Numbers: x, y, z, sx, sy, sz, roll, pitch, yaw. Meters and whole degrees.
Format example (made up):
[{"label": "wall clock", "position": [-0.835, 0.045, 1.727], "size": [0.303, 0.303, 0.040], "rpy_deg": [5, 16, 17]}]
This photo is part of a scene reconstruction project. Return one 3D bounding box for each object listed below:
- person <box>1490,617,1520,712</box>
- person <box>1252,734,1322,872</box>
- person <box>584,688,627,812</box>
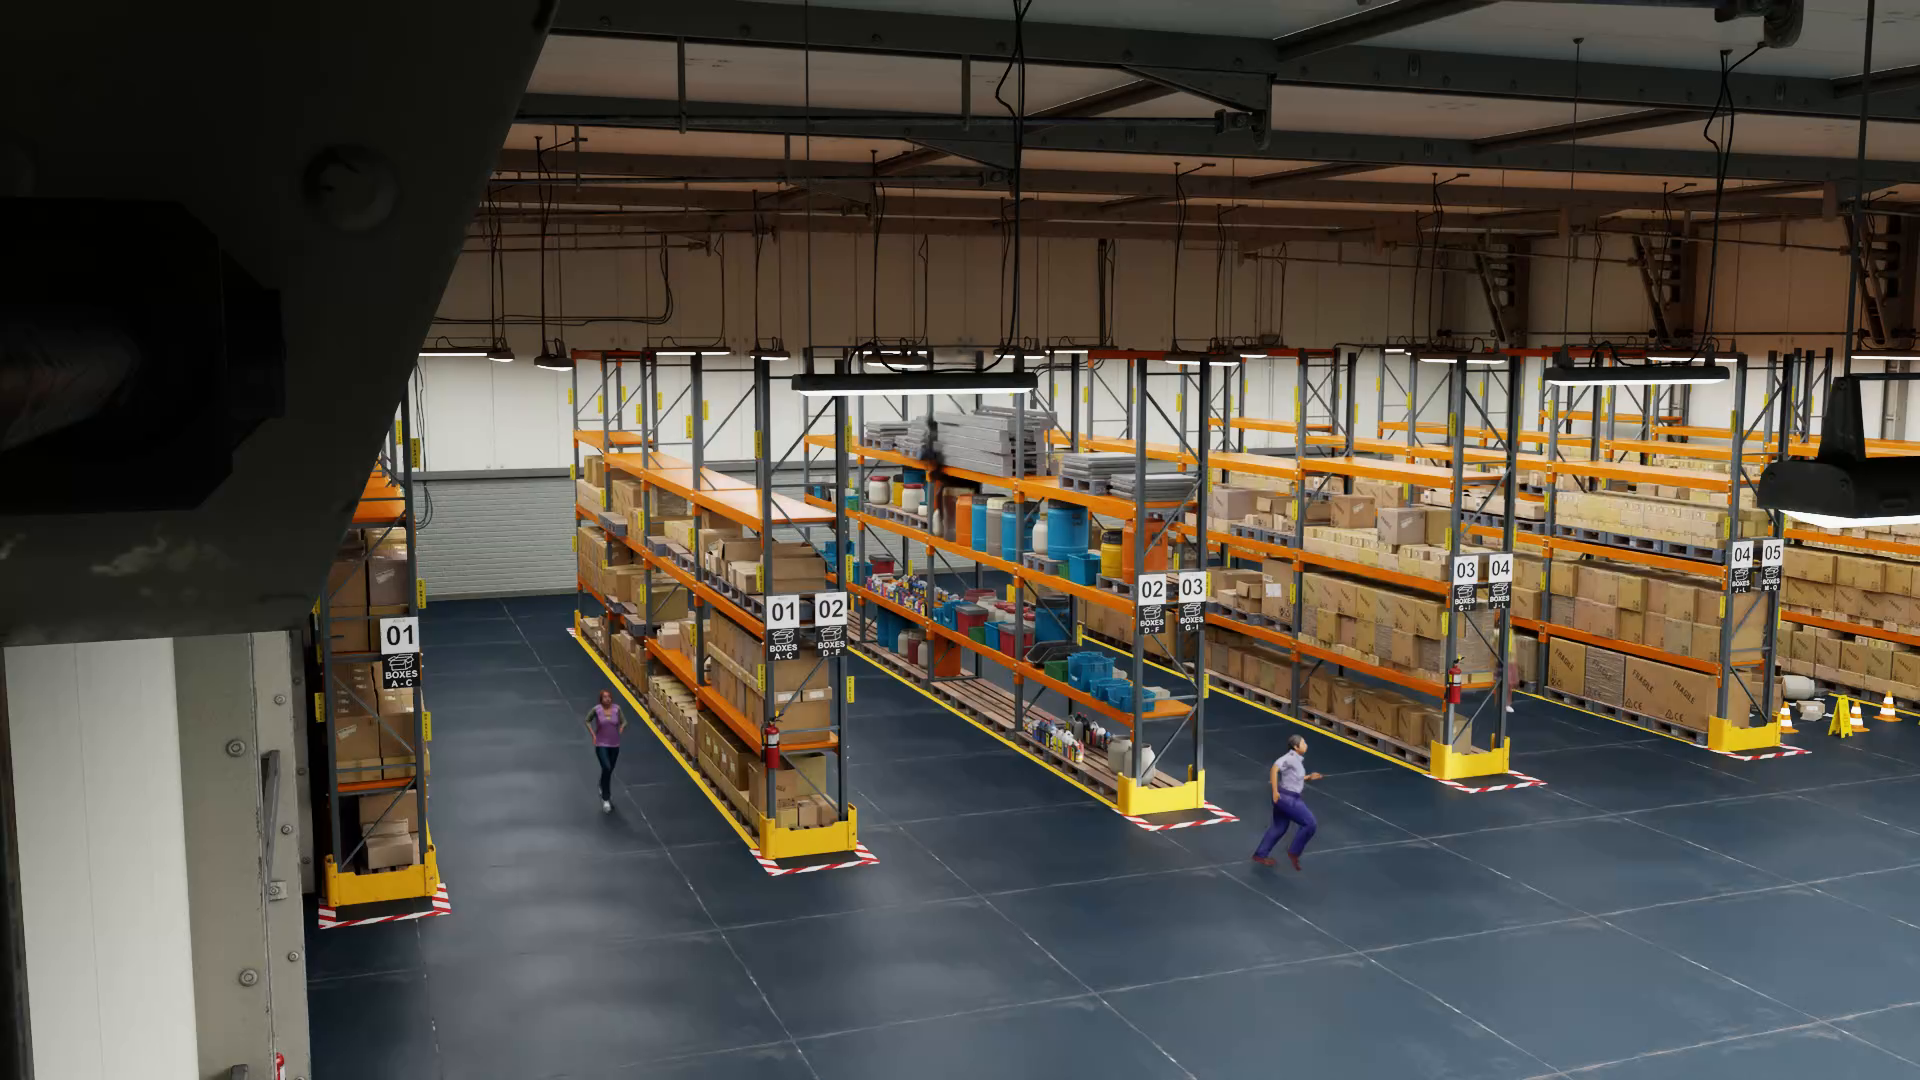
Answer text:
[{"label": "person", "position": [9.165, 2.049, 28.101], "size": [0.606, 1.628, 0.641], "rpy_deg": [-3, 8, -26]}, {"label": "person", "position": [3.855, 3.095, 19.591], "size": [0.796, 1.644, 0.630], "rpy_deg": [1, 7, 9]}, {"label": "person", "position": [-4.722, 2.786, 22.283], "size": [0.530, 1.626, 0.724], "rpy_deg": [-4, 8, -29]}]
